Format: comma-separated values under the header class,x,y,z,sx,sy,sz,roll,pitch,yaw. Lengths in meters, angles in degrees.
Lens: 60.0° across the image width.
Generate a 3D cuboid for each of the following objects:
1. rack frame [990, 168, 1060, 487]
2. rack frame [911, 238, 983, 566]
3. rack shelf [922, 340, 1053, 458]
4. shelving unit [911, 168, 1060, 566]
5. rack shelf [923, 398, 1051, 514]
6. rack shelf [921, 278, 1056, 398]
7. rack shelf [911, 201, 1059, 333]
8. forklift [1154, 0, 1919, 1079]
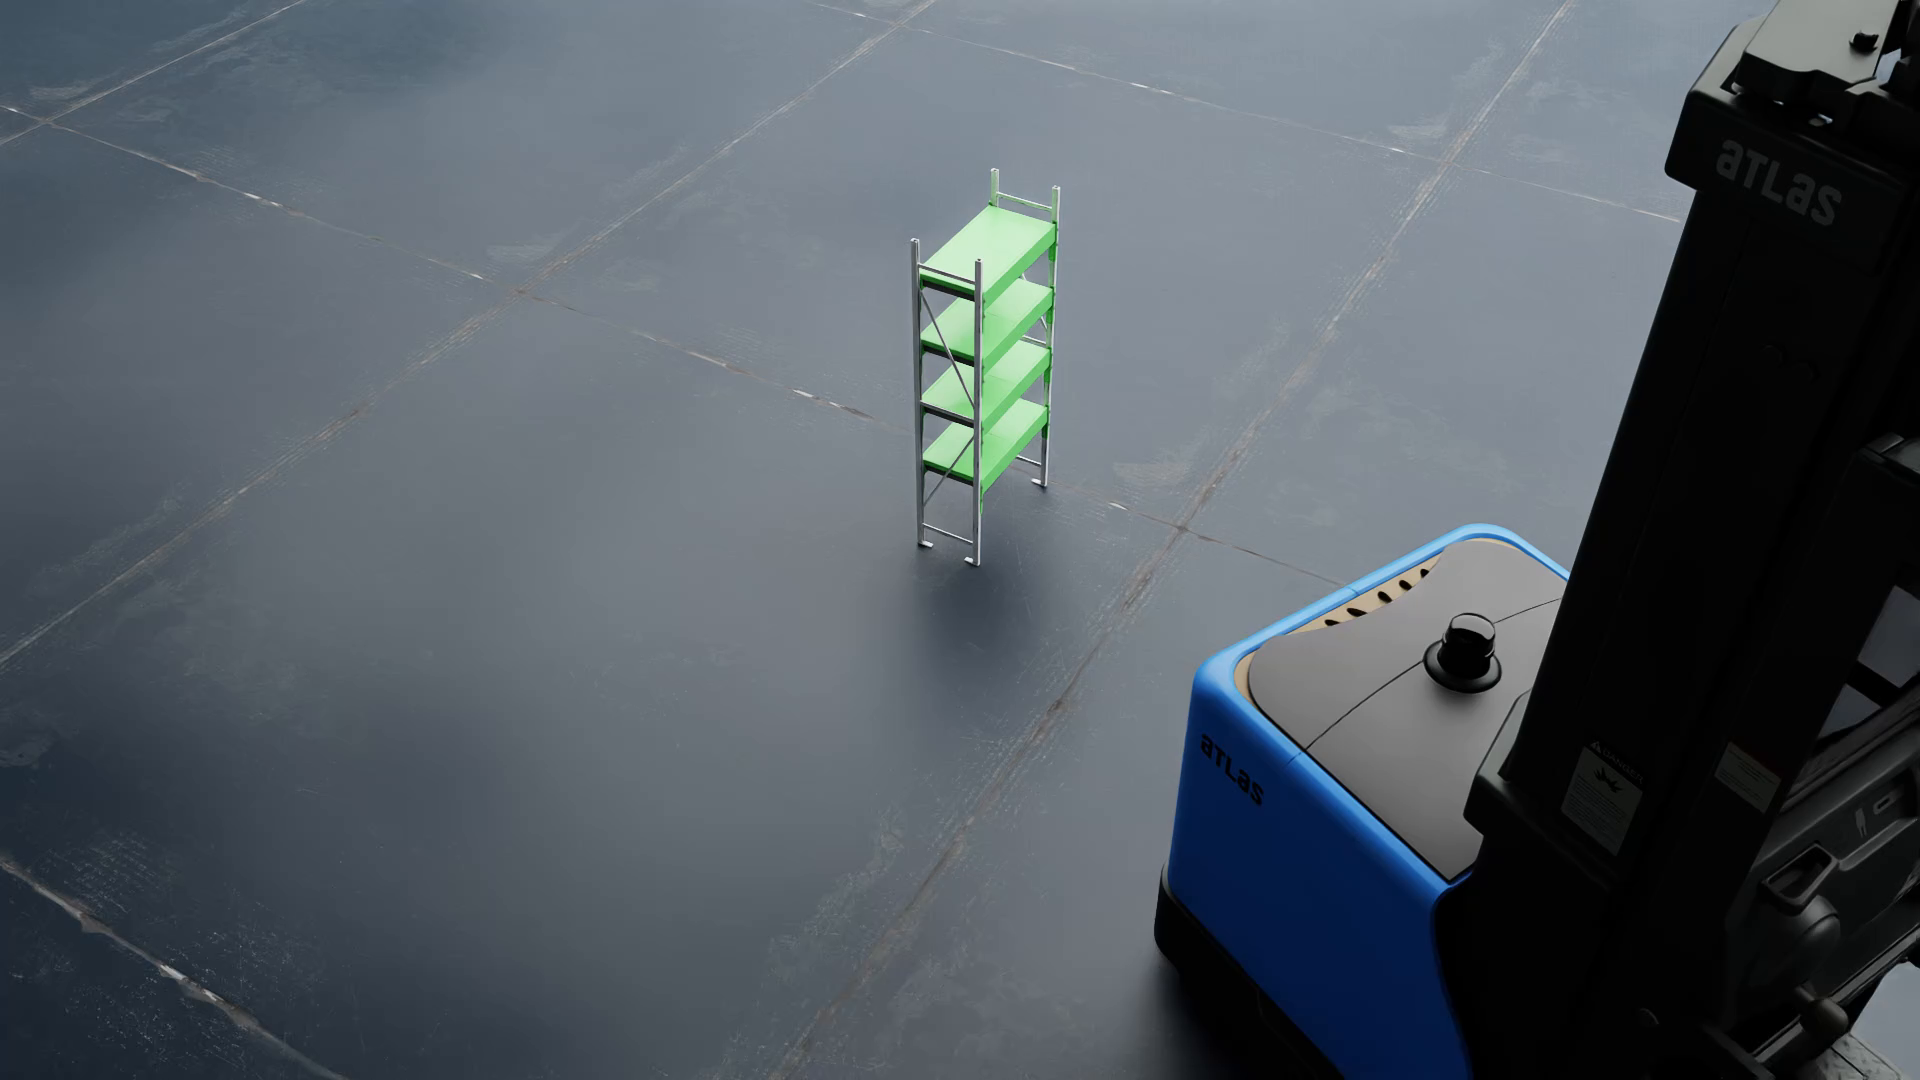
class,x,y,z,sx,sy,sz,roll,pitch,yaw
rack frame,0.205,-0.685,5.620,0.240,1.200,0.015,21,45,22
rack frame,-0.039,-0.405,5.302,0.240,1.200,0.015,21,45,22
rack shelf,0.083,-0.497,5.503,0.258,0.148,0.480,21,45,22
shelving unit,0.083,-0.545,5.461,0.258,1.200,0.503,21,45,22
rack shelf,0.083,-0.317,5.662,0.258,0.148,0.480,21,45,22
rack shelf,0.083,-0.677,5.345,0.258,0.148,0.480,21,45,22
rack shelf,0.083,-0.857,5.186,0.258,0.148,0.480,21,45,22
forklift,1.757,0.626,2.822,1.130,2.935,3.031,-24,47,-25
